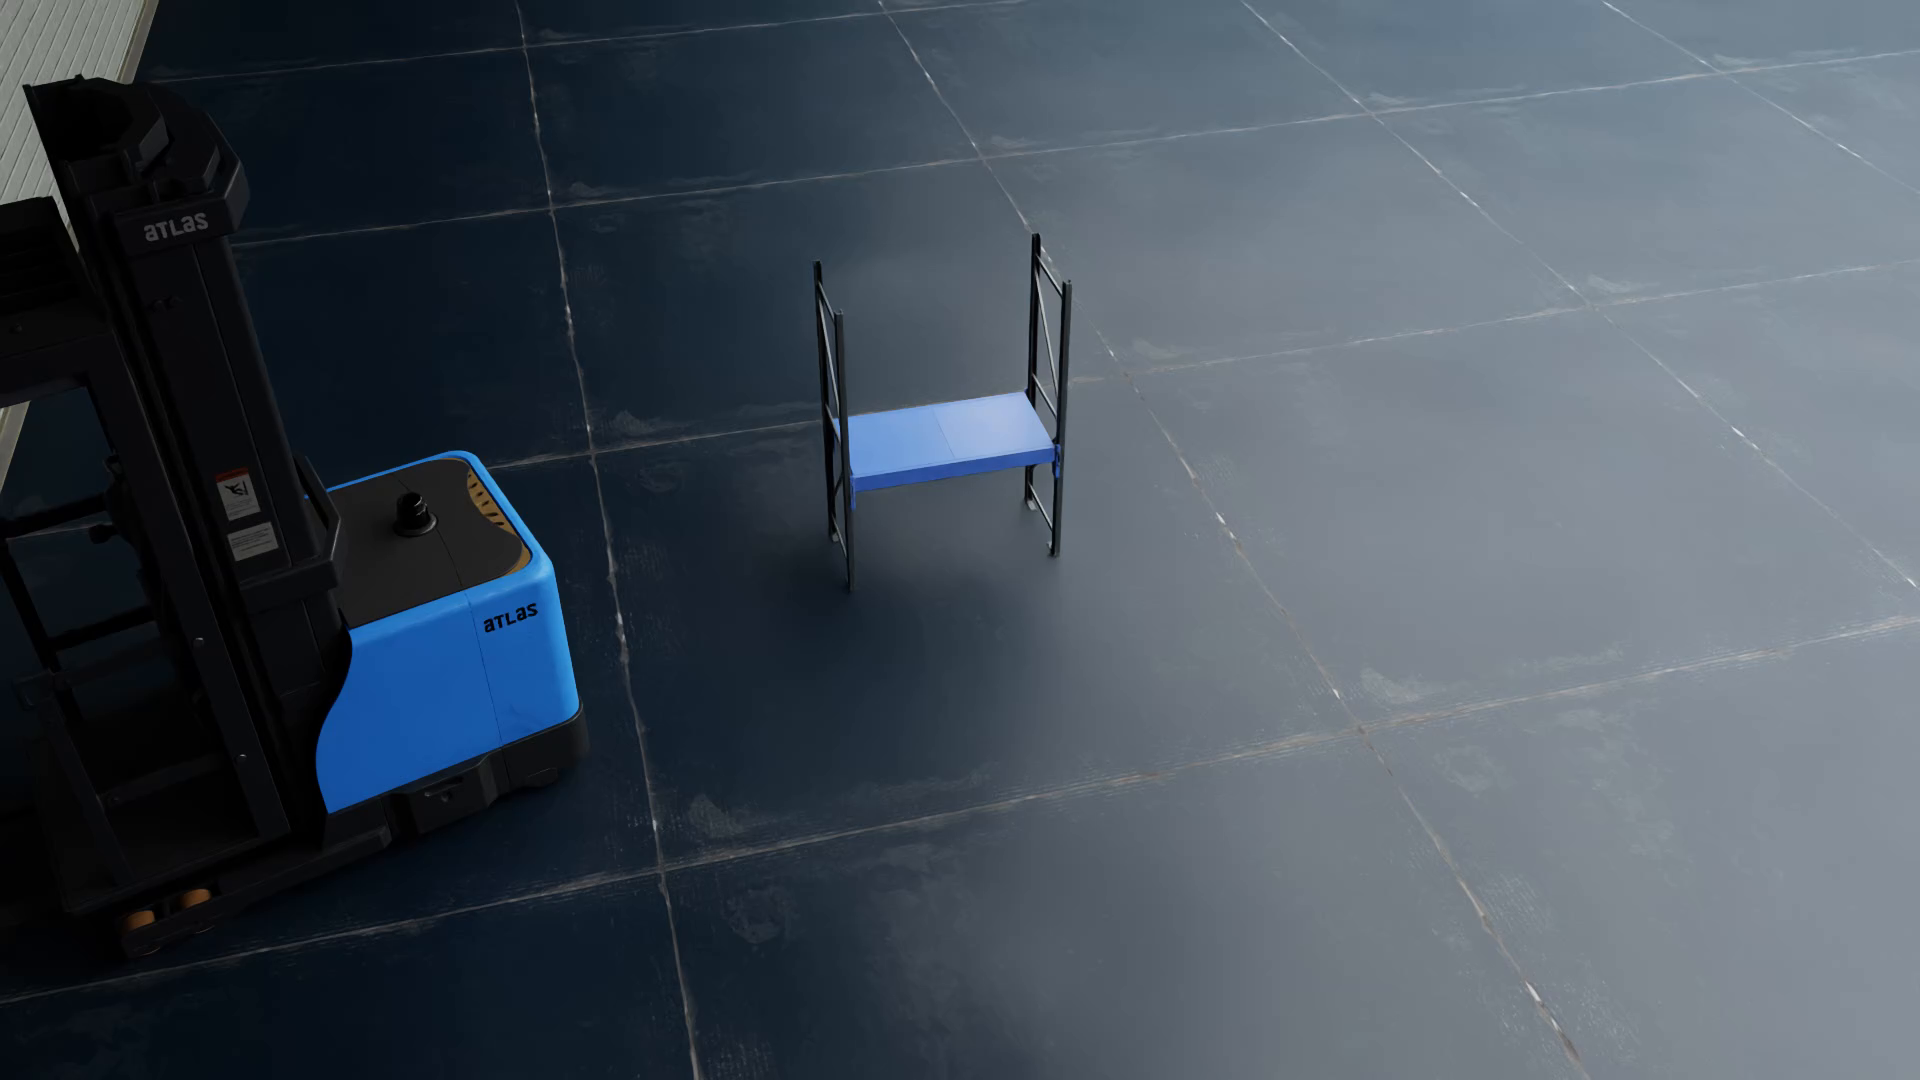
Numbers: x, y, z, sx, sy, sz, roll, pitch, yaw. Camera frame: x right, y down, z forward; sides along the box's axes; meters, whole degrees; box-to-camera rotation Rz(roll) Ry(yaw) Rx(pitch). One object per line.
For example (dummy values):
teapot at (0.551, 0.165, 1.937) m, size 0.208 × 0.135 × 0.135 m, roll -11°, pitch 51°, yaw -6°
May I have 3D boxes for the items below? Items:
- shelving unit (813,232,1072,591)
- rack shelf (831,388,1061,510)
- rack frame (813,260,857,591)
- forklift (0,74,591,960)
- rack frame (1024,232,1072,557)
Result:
shelving unit at (-0.082, -0.582, 7.756) m, size 1.048 × 1.500 × 0.538 m, roll -9°, pitch 38°, yaw -12°
rack shelf at (-0.082, -0.439, 7.865) m, size 1.000 × 0.185 × 0.538 m, roll -9°, pitch 38°, yaw -12°
rack frame at (-0.573, -0.502, 7.651) m, size 0.032 × 1.500 × 0.500 m, roll -9°, pitch 38°, yaw -12°
forklift at (-3.067, 0.016, 5.796) m, size 3.031 × 2.935 × 1.130 m, roll -21°, pitch 42°, yaw -25°
rack frame at (0.408, -0.663, 7.861) m, size 0.032 × 1.500 × 0.500 m, roll -9°, pitch 38°, yaw -12°
